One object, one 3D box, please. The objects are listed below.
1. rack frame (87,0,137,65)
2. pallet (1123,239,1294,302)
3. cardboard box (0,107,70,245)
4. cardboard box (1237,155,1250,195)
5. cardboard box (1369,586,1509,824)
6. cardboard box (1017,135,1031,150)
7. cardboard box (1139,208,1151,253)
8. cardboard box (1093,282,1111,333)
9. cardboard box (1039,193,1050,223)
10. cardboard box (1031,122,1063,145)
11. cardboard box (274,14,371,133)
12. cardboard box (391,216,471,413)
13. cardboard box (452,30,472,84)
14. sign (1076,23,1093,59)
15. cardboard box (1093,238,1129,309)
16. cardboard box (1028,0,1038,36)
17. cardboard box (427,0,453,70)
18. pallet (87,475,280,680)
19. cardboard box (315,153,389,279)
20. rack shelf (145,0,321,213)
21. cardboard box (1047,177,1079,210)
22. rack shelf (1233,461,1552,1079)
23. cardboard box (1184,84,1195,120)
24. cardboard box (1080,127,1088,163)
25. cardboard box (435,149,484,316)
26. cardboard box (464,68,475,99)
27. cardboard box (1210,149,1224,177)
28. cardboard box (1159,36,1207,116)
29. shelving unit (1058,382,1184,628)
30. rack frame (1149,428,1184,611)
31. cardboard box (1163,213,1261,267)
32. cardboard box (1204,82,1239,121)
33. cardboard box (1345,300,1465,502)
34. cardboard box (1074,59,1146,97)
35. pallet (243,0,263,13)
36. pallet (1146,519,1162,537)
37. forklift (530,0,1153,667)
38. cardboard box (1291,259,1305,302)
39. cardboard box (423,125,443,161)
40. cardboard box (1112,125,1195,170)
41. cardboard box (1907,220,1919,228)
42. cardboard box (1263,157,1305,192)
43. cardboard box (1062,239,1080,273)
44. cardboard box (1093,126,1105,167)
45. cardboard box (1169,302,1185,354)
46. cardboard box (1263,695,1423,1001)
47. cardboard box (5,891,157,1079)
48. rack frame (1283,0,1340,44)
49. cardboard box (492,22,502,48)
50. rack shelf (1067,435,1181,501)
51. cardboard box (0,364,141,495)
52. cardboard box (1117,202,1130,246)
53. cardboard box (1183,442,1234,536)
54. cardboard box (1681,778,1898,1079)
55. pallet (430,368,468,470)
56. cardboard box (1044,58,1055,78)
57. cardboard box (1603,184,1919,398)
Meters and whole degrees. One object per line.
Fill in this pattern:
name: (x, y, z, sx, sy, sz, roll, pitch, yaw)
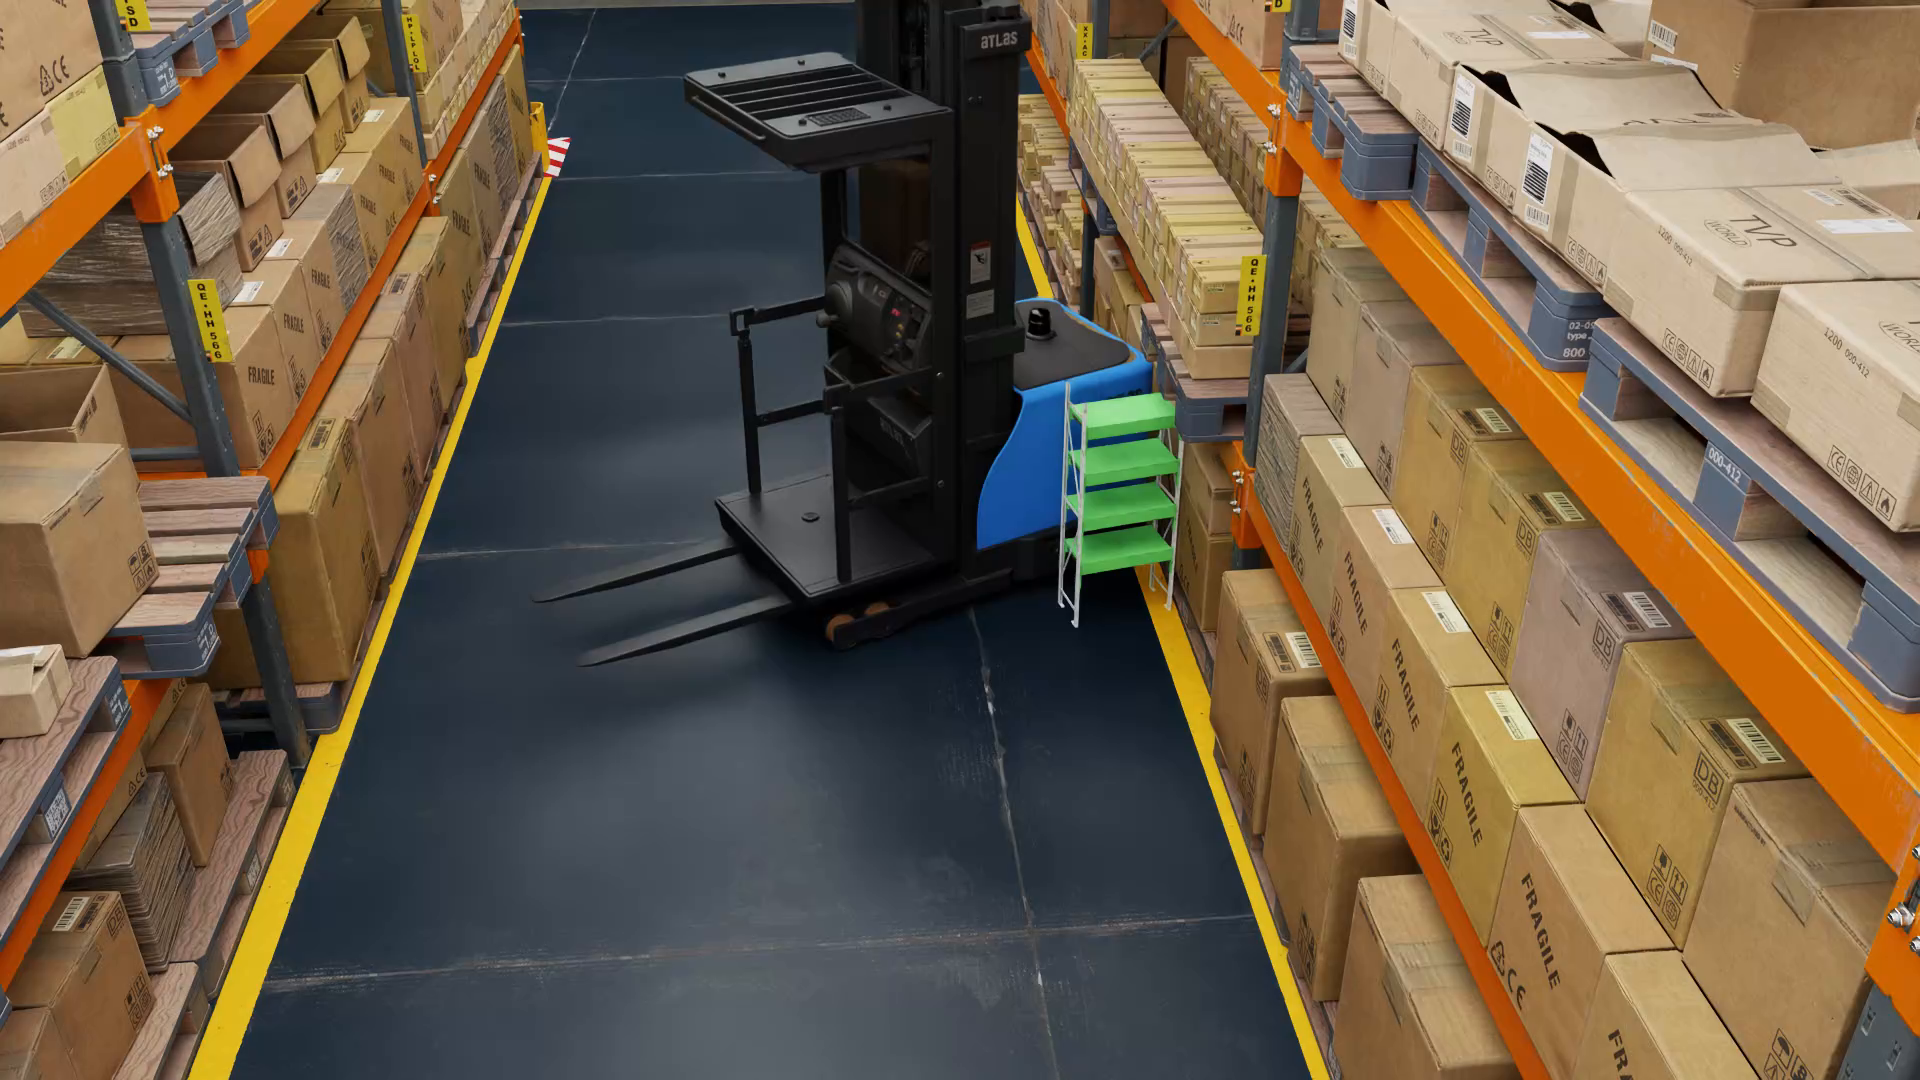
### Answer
rack frame: (-3.299, -2.886, 4.806, 1.000, 3.000, 0.127, -3, 31, -5)
pallet: (1.423, -1.423, 8.394, 1.003, 0.211, 1.213, -3, 31, -5)
cardboard box: (-2.951, -1.050, 4.804, 0.500, 0.250, 0.500, -3, 31, -5)
cardboard box: (1.635, -1.872, 8.505, 0.380, 0.149, 0.250, -3, 31, -4)
cardboard box: (1.563, 0.474, 4.934, 0.500, 0.500, 0.500, -3, 31, -5)
cardboard box: (0.664, -3.243, 13.334, 0.380, 0.149, 0.250, -3, 31, -5)
cardboard box: (1.051, -1.452, 7.802, 0.380, 0.149, 0.250, -3, 31, -5)
cardboard box: (1.080, -1.256, 9.956, 0.500, 0.500, 0.500, -2, 31, -3)
cardboard box: (0.789, -2.465, 12.323, 0.380, 0.149, 0.250, -3, 31, -5)
cardboard box: (0.759, -3.116, 12.833, 0.380, 0.149, 0.250, -4, 31, -7)
cardboard box: (-3.605, -2.501, 8.935, 0.797, 0.503, 0.637, -4, 31, -6)
cardboard box: (-3.593, -1.295, 9.655, 1.225, 0.875, 0.875, -3, 31, -4)
cardboard box: (-3.552, -3.187, 11.016, 0.500, 0.250, 0.500, -2, 31, -3)
sign: (0.735, -2.880, 9.803, 0.100, 0.325, 0.005, -3, 31, -5)
cardboard box: (1.081, -1.578, 9.763, 0.500, 0.250, 0.500, -4, 31, -7)
cardboard box: (0.776, -3.986, 12.111, 0.500, 0.500, 0.500, -2, 31, -4)
cardboard box: (-3.501, -3.246, 10.385, 0.500, 0.500, 0.500, -3, 31, -5)
pallet: (-3.127, 0.131, 5.793, 1.213, 0.211, 1.003, -3, 31, -5)
cardboard box: (-3.262, -1.650, 8.491, 0.500, 0.500, 0.500, -3, 31, -5)
rack shelf: (-3.486, -2.310, 7.469, 1.077, 0.370, 4.000, -3, 31, -5)
cardboard box: (0.825, -2.445, 11.709, 0.380, 0.149, 0.250, -4, 31, -7)
rack shelf: (1.835, 0.833, 5.131, 1.077, 0.370, 4.000, -3, 31, -5)
cardboard box: (1.509, -2.545, 9.631, 0.380, 0.149, 0.250, -2, 31, -3)
cardboard box: (0.885, -2.247, 9.422, 0.380, 0.149, 0.250, -2, 31, -4)
cardboard box: (-3.655, -1.962, 10.771, 0.875, 0.875, 0.875, -3, 31, -5)
cardboard box: (-3.491, -3.073, 11.215, 0.380, 0.149, 0.250, -2, 31, -4)
cardboard box: (1.578, -2.030, 9.059, 0.380, 0.149, 0.250, -4, 31, -7)
cardboard box: (1.479, -2.974, 10.417, 0.500, 0.500, 0.500, -3, 31, -5)
shelving unit: (0.760, -0.188, 7.894, 0.503, 1.200, 0.258, -9, 32, -15)
rack frame: (0.993, -0.225, 7.957, 0.015, 1.200, 0.240, -9, 32, -15)
cardboard box: (1.100, -1.315, 7.281, 0.380, 0.149, 0.250, -2, 31, -3)
cardboard box: (1.555, -2.402, 9.101, 0.380, 0.149, 0.250, -4, 31, -6)
cardboard box: (1.729, -0.481, 5.557, 0.700, 0.500, 0.500, -3, 31, -5)
cardboard box: (0.854, -2.643, 9.506, 0.380, 0.149, 0.250, -1, 31, -2)
pallet: (-3.520, -2.414, 7.126, 1.003, 0.211, 1.213, -1, 31, -2)
pallet: (1.466, -0.320, 9.080, 1.003, 0.211, 1.213, -3, 31, -5)
forklift: (-0.563, -1.050, 7.649, 3.031, 2.935, 1.130, -17, 35, -26)
cardboard box: (1.730, -1.219, 7.702, 0.380, 0.149, 0.250, -1, 31, -2)
cardboard box: (-3.369, -2.412, 10.108, 0.380, 0.149, 0.250, -3, 31, -4)
cardboard box: (0.975, -1.983, 8.401, 0.380, 0.149, 0.250, -2, 31, -3)
cardboard box: (2.150, -0.585, 3.618, 0.380, 0.149, 0.250, -3, 31, -5)
cardboard box: (1.674, -1.741, 7.994, 0.380, 0.149, 0.250, -2, 31, -3)
cardboard box: (0.891, -1.906, 11.096, 0.380, 0.149, 0.250, -4, 31, -7)
cardboard box: (0.929, -2.119, 8.918, 0.380, 0.149, 0.250, -4, 31, -7)
cardboard box: (1.123, -0.926, 7.210, 0.380, 0.149, 0.250, -3, 31, -5)
cardboard box: (1.701, 1.050, 5.851, 1.050, 0.750, 0.750, -2, 31, -4)
cardboard box: (-3.092, 1.487, 5.345, 0.700, 0.500, 0.500, 0, 31, 0)
rack frame: (1.648, -3.072, 5.118, 1.000, 3.000, 0.127, -3, 31, -5)
cardboard box: (-3.615, -3.732, 12.318, 0.380, 0.149, 0.250, -2, 31, -4)
rack shelf: (0.760, -0.339, 7.803, 0.480, 0.148, 0.258, -9, 32, -15)
cardboard box: (-3.209, -0.260, 5.753, 0.500, 0.500, 0.500, -6, 31, -11)
cardboard box: (1.001, -1.593, 8.327, 0.380, 0.149, 0.250, -4, 31, -7)
cardboard box: (1.324, -0.262, 7.561, 0.500, 0.250, 0.500, -3, 31, -6)
cardboard box: (1.970, 0.820, 3.379, 0.700, 0.500, 0.500, -3, 31, -5)
pallet: (-3.526, -0.765, 9.825, 1.003, 0.211, 1.213, -3, 31, -5)
cardboard box: (0.797, -3.360, 11.695, 0.380, 0.149, 0.250, -2, 31, -4)
cardboard box: (1.688, -0.521, 3.411, 0.500, 0.250, 0.500, -3, 31, -5)
